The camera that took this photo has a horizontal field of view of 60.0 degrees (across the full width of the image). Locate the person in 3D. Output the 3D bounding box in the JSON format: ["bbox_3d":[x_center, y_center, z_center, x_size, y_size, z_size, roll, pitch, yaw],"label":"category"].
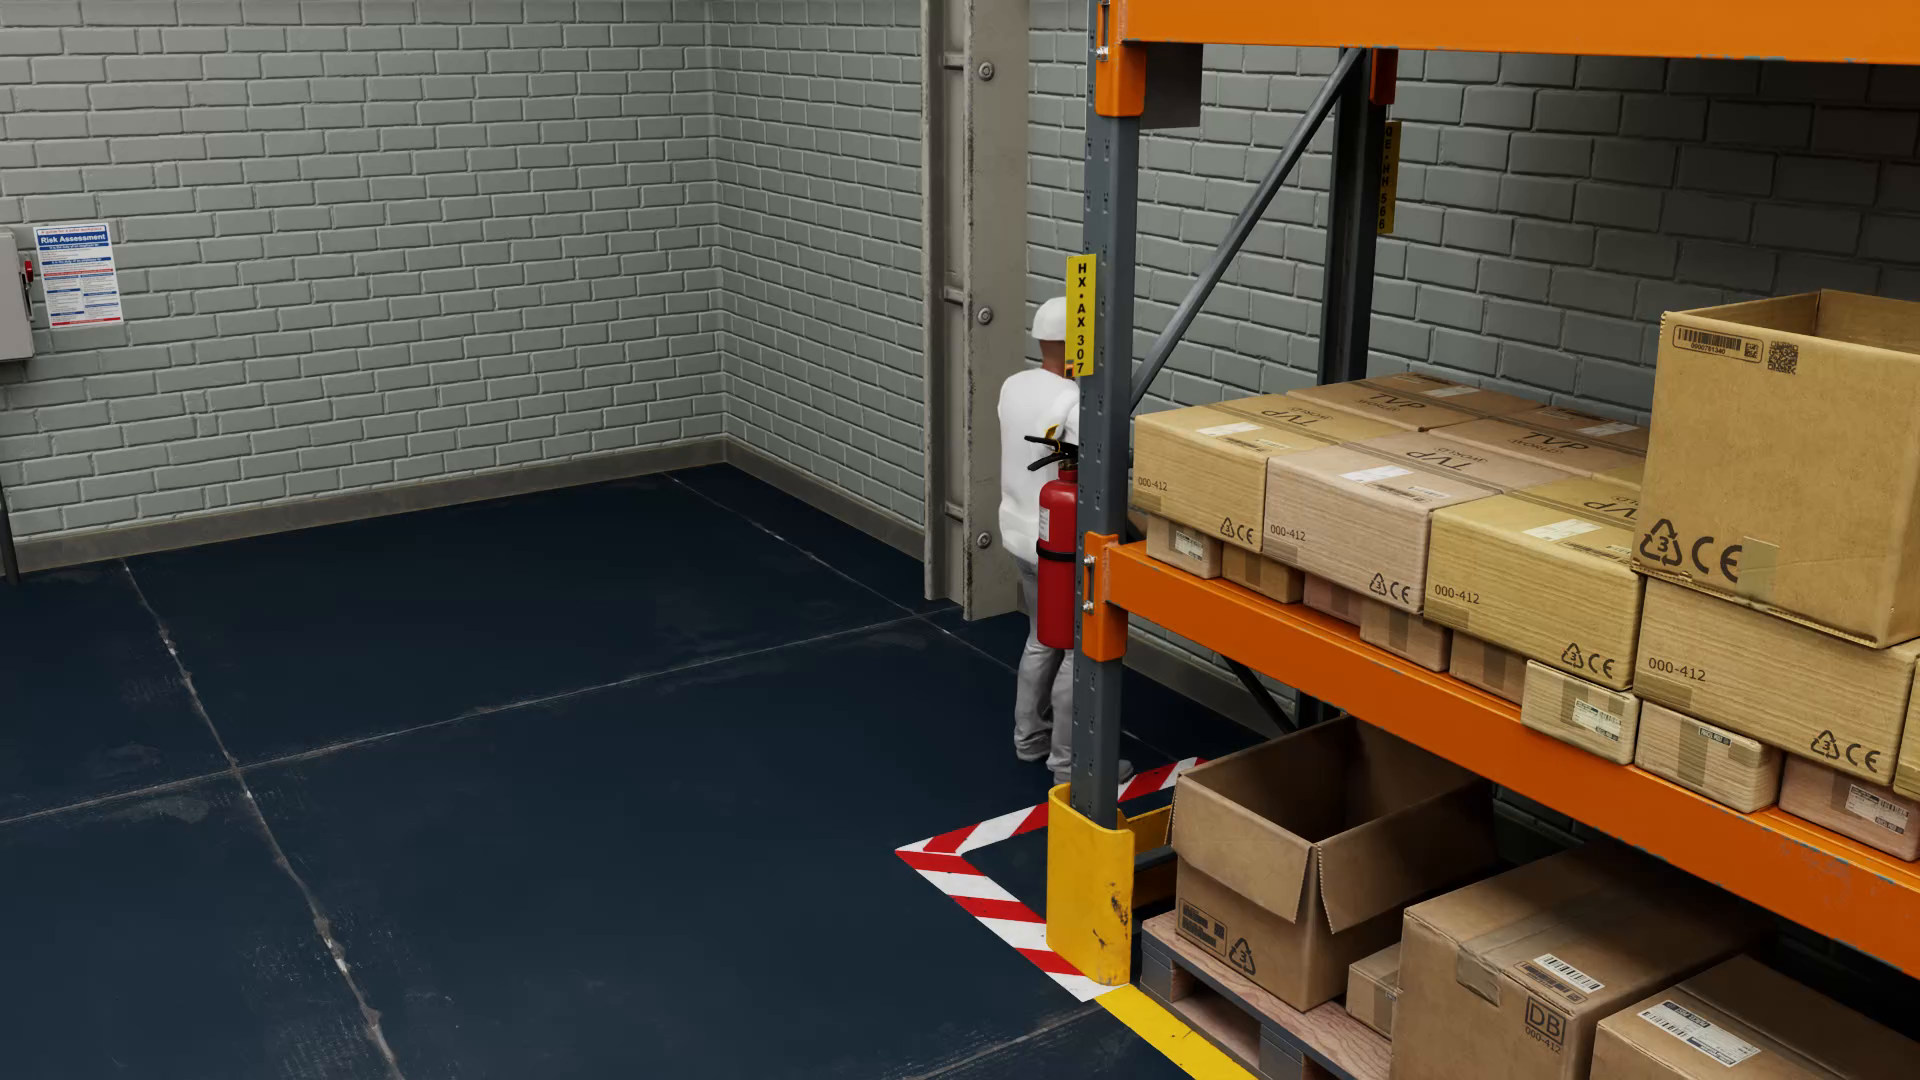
[{"bbox_3d":[0.411,-0.013,6.016,0.414,1.671,0.566,-9,20,-25],"label":"person"}]
